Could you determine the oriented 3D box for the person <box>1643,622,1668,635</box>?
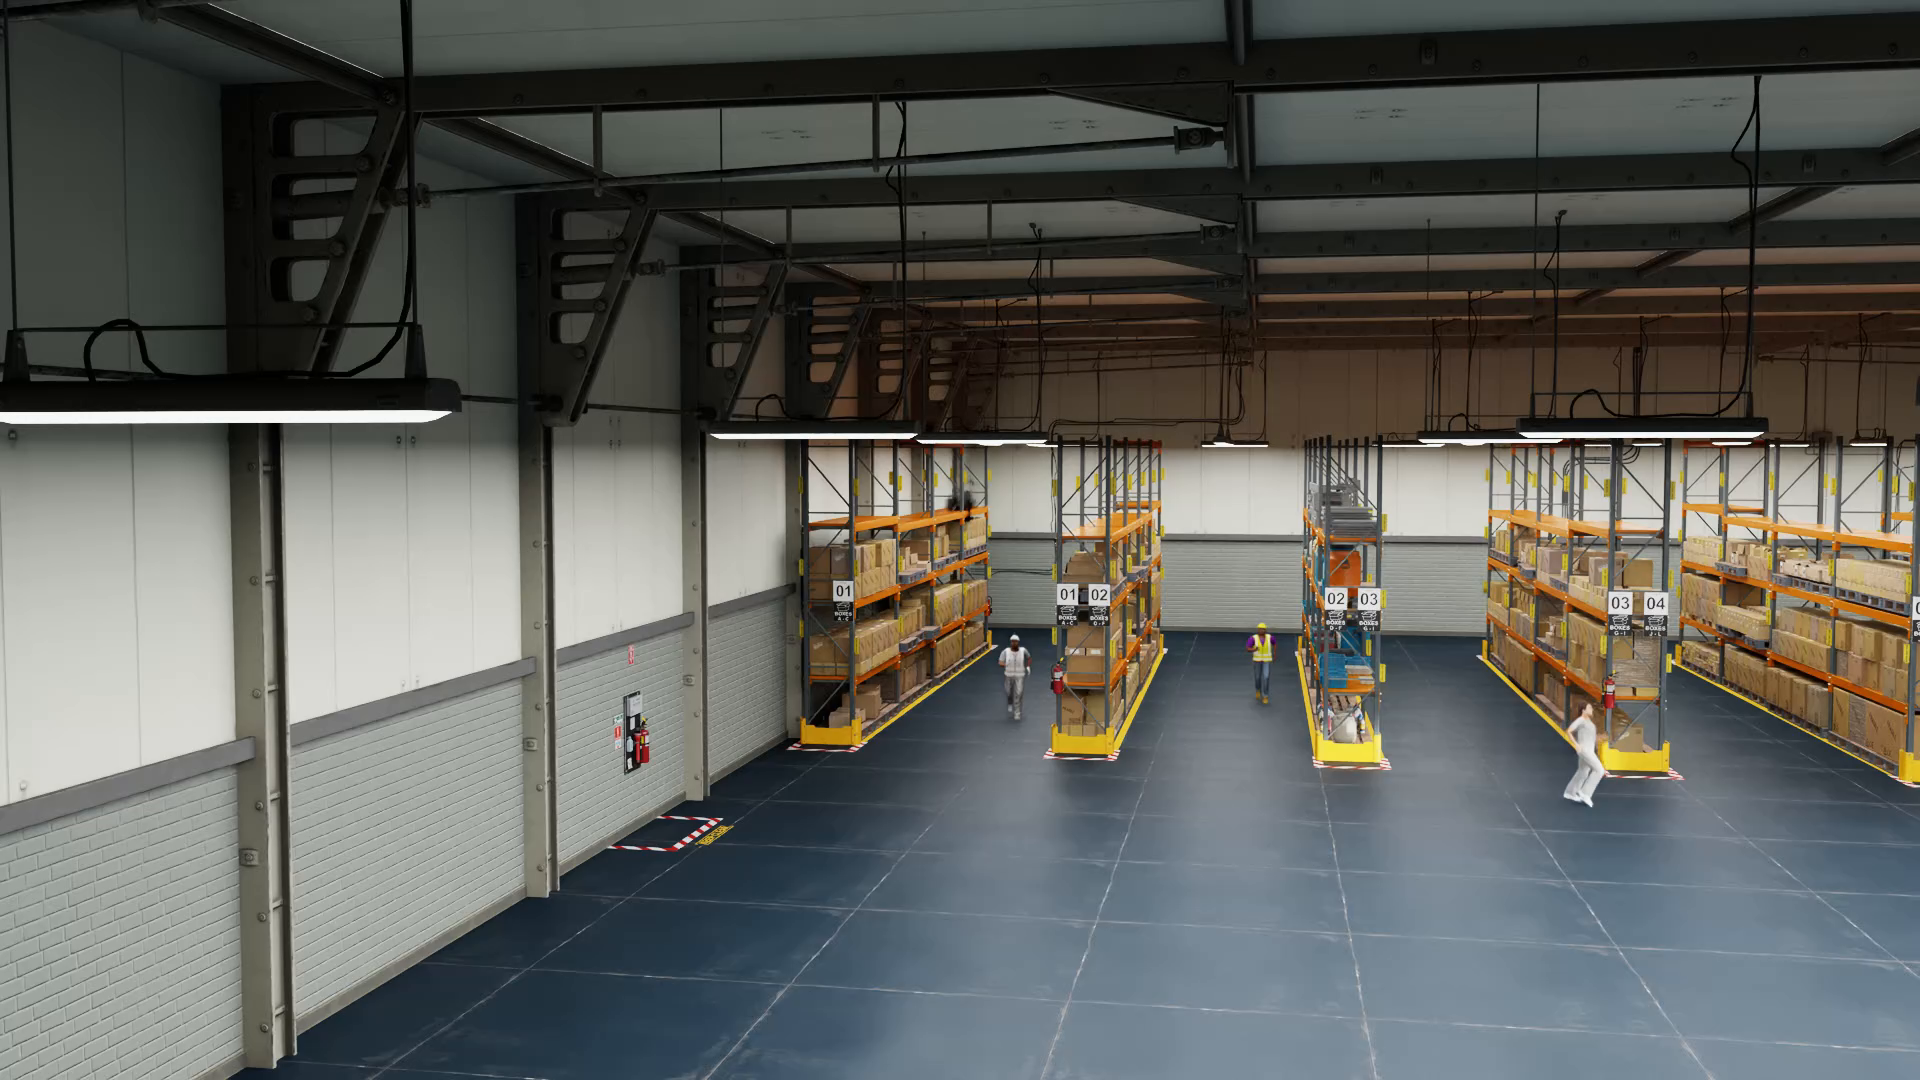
[{"bbox_3d":[17.456,2.592,41.838,0.663,1.745,0.543,1,3,20],"label":"person"}]

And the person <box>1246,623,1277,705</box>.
[{"bbox_3d":[6.843,2.784,37.777,0.703,1.822,0.833,1,3,10],"label":"person"}]

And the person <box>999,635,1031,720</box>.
[{"bbox_3d":[1.167,2.900,35.387,0.694,1.759,0.979,0,3,4],"label":"person"}]

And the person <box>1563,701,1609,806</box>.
[{"bbox_3d":[10.093,3.434,26.806,0.694,1.681,0.533,2,4,32],"label":"person"}]
